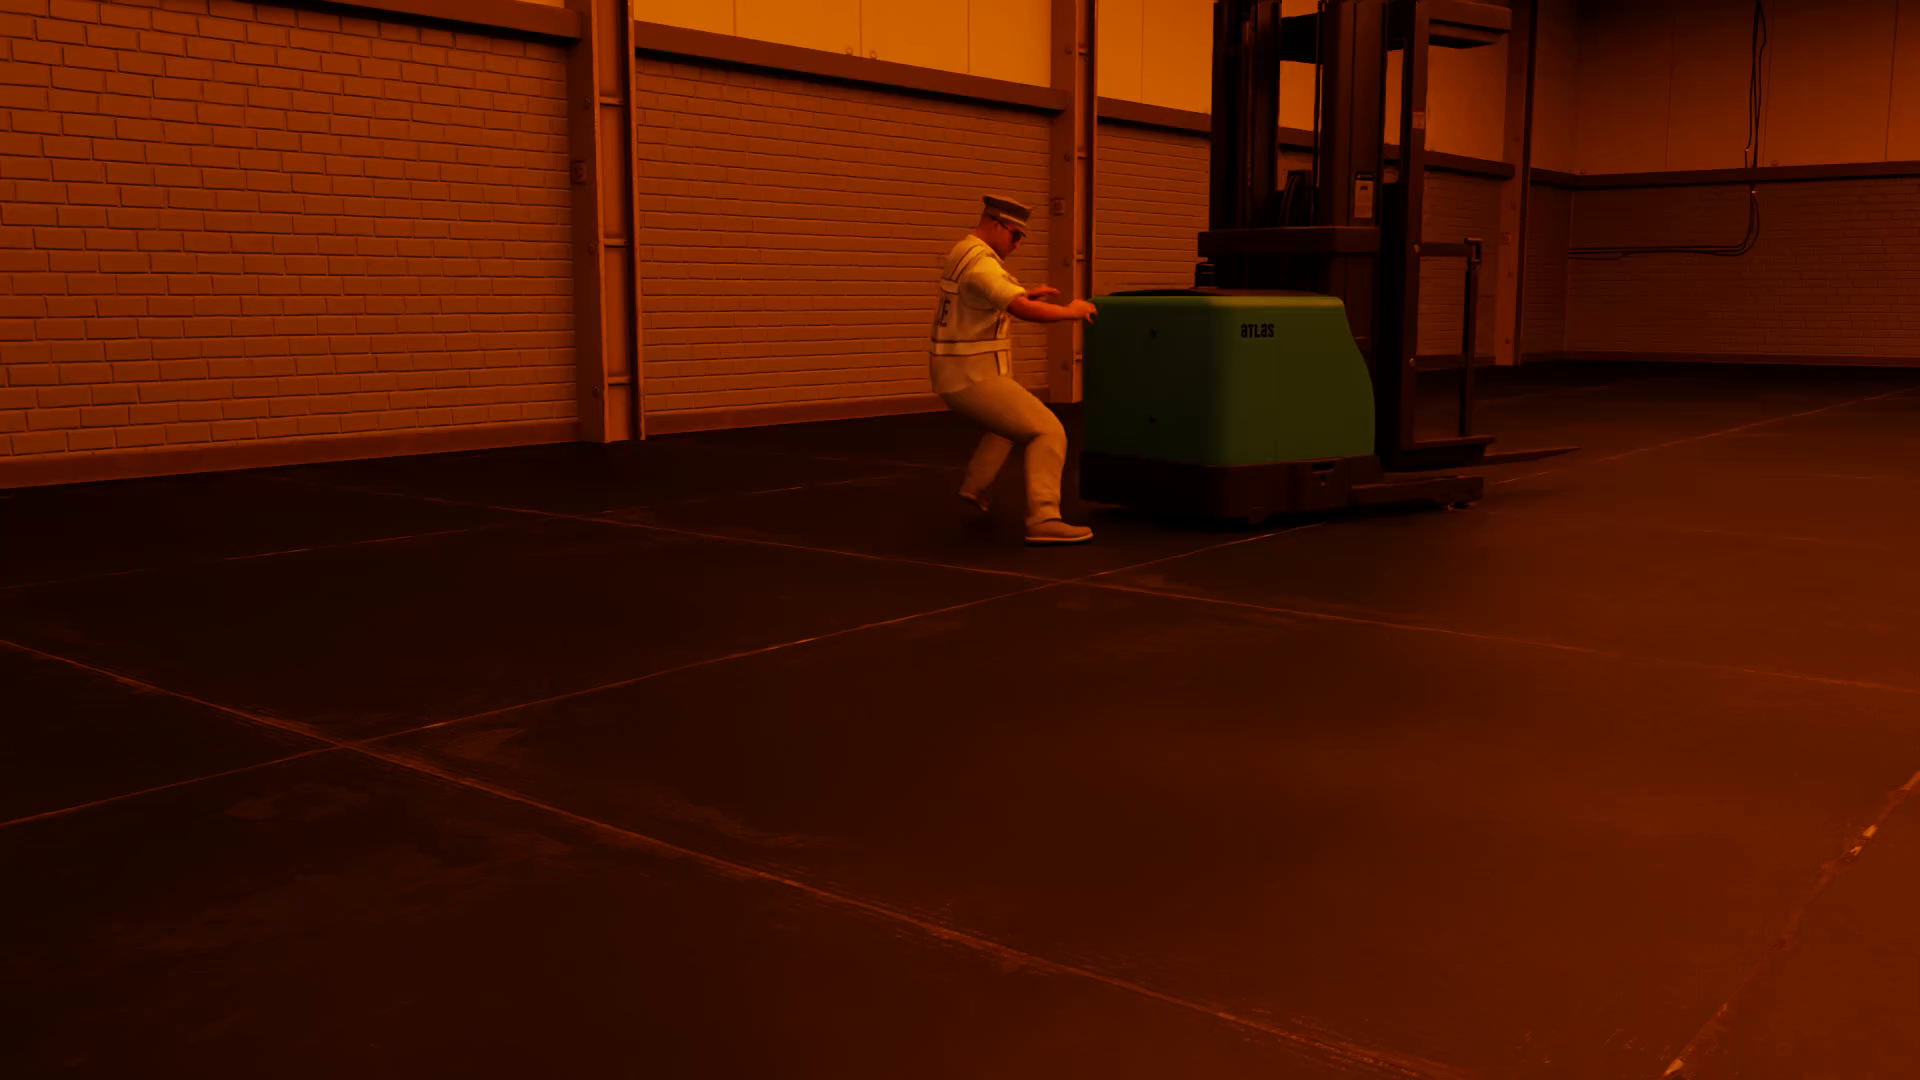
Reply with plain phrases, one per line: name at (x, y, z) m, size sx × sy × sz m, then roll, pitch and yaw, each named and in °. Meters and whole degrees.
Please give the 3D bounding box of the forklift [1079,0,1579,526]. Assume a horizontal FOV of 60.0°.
forklift at (2.089, -1.660, 8.626) m, size 3.031 × 2.935 × 1.130 m, roll -6°, pitch 10°, yaw -36°

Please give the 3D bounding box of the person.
person at (0.235, -0.808, 7.659) m, size 0.742 × 1.519 × 1.154 m, roll -1°, pitch 8°, yaw -7°
